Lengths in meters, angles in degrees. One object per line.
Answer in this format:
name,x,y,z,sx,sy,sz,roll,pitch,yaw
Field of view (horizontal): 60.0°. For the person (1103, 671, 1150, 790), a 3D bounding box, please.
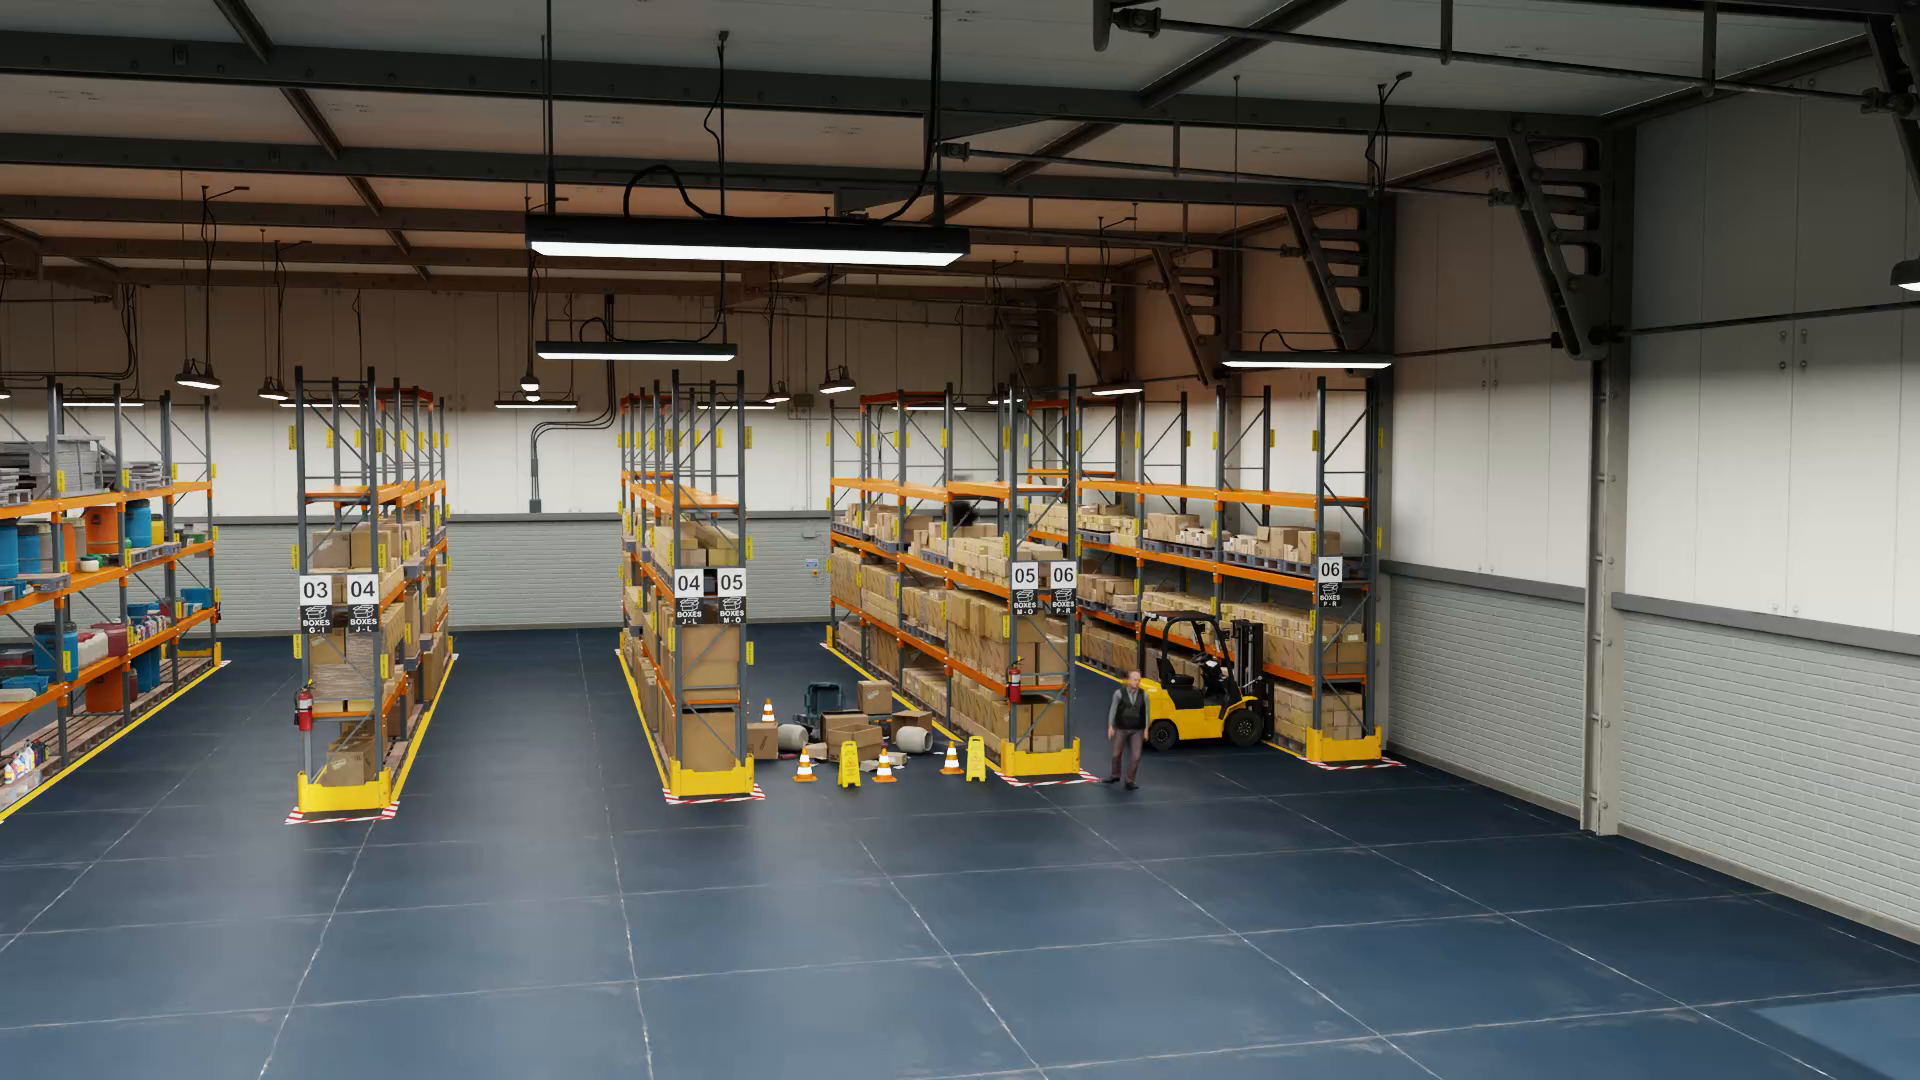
person,2.390,2.725,23.891,0.654,1.702,0.493,0,3,-5
